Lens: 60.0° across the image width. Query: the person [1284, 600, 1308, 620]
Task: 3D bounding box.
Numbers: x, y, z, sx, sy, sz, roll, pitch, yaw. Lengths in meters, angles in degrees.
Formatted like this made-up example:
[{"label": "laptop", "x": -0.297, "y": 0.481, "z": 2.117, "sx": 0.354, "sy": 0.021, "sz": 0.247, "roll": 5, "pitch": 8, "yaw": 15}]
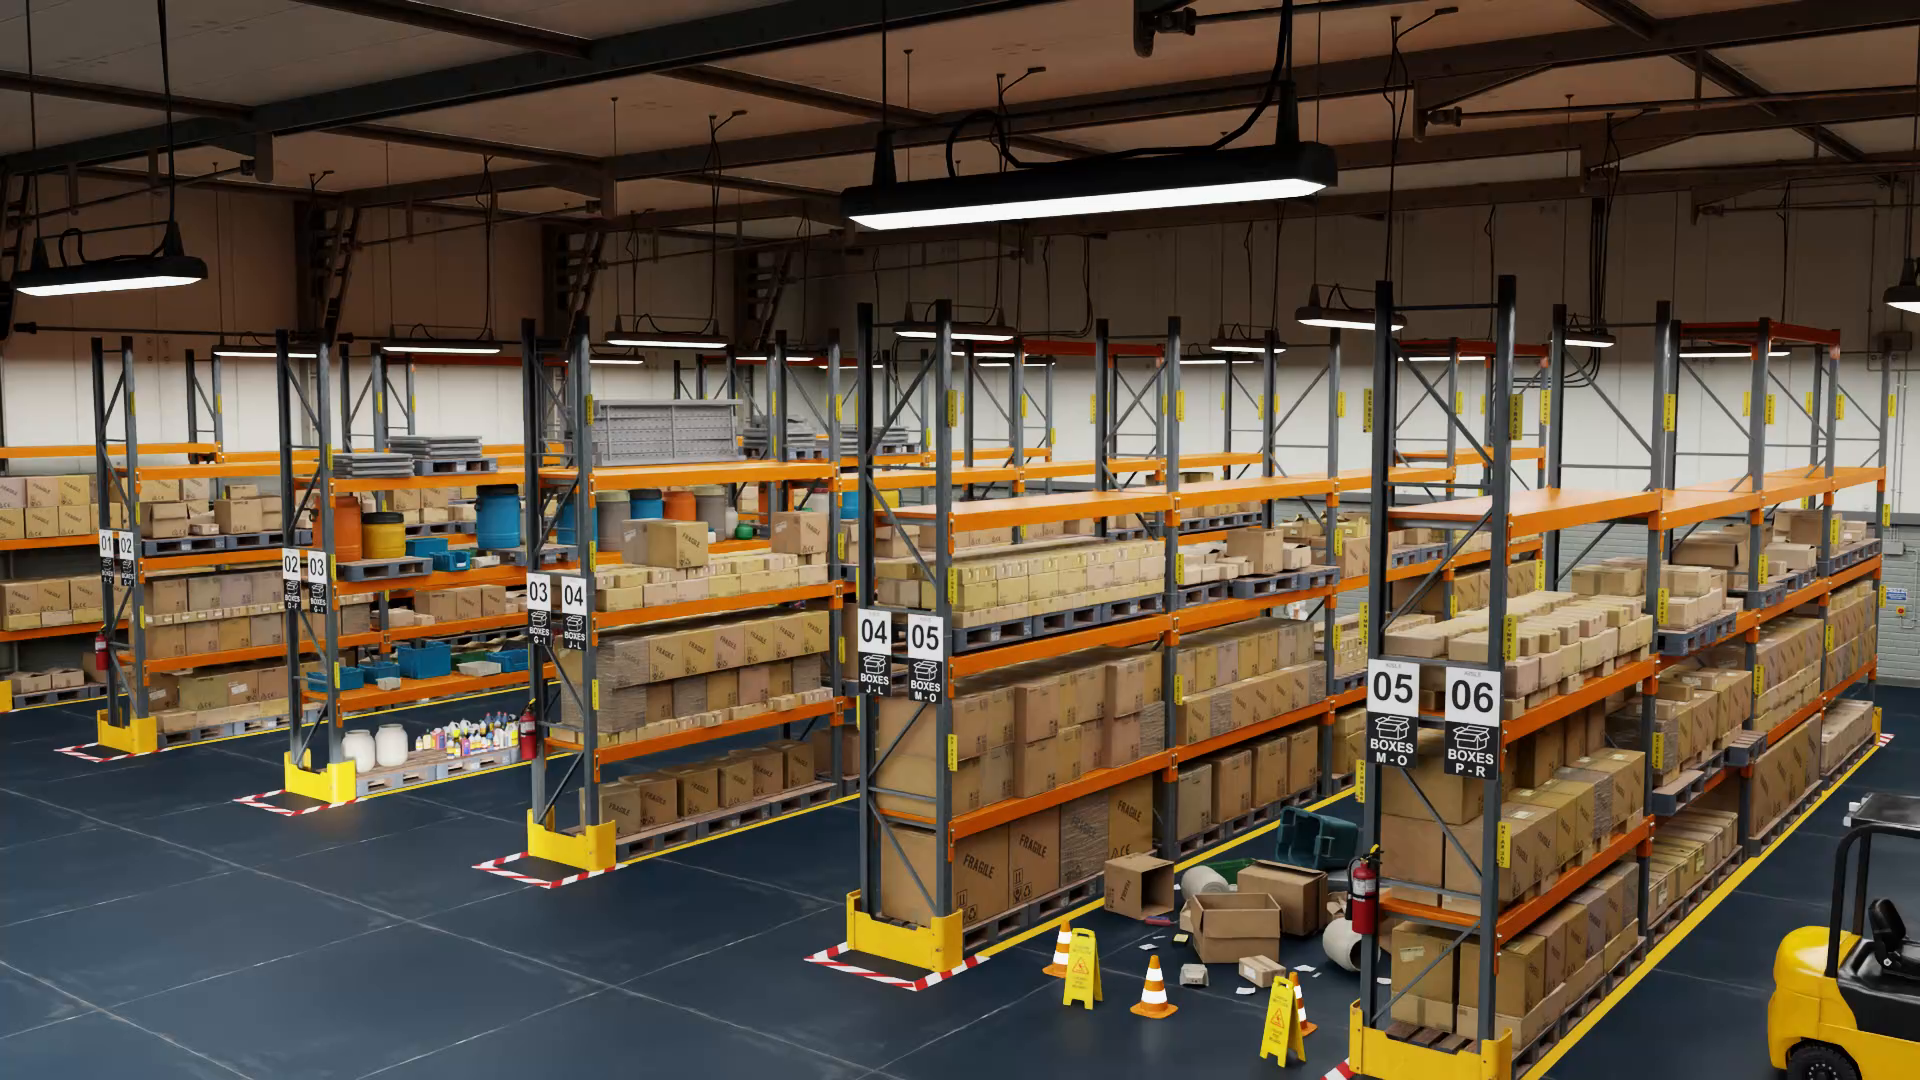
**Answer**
[{"label": "person", "x": 6.383, "y": 1.585, "z": 31.647, "sx": 0.817, "sy": 1.632, "sz": 0.504, "roll": 4, "pitch": 7, "yaw": 41}]
